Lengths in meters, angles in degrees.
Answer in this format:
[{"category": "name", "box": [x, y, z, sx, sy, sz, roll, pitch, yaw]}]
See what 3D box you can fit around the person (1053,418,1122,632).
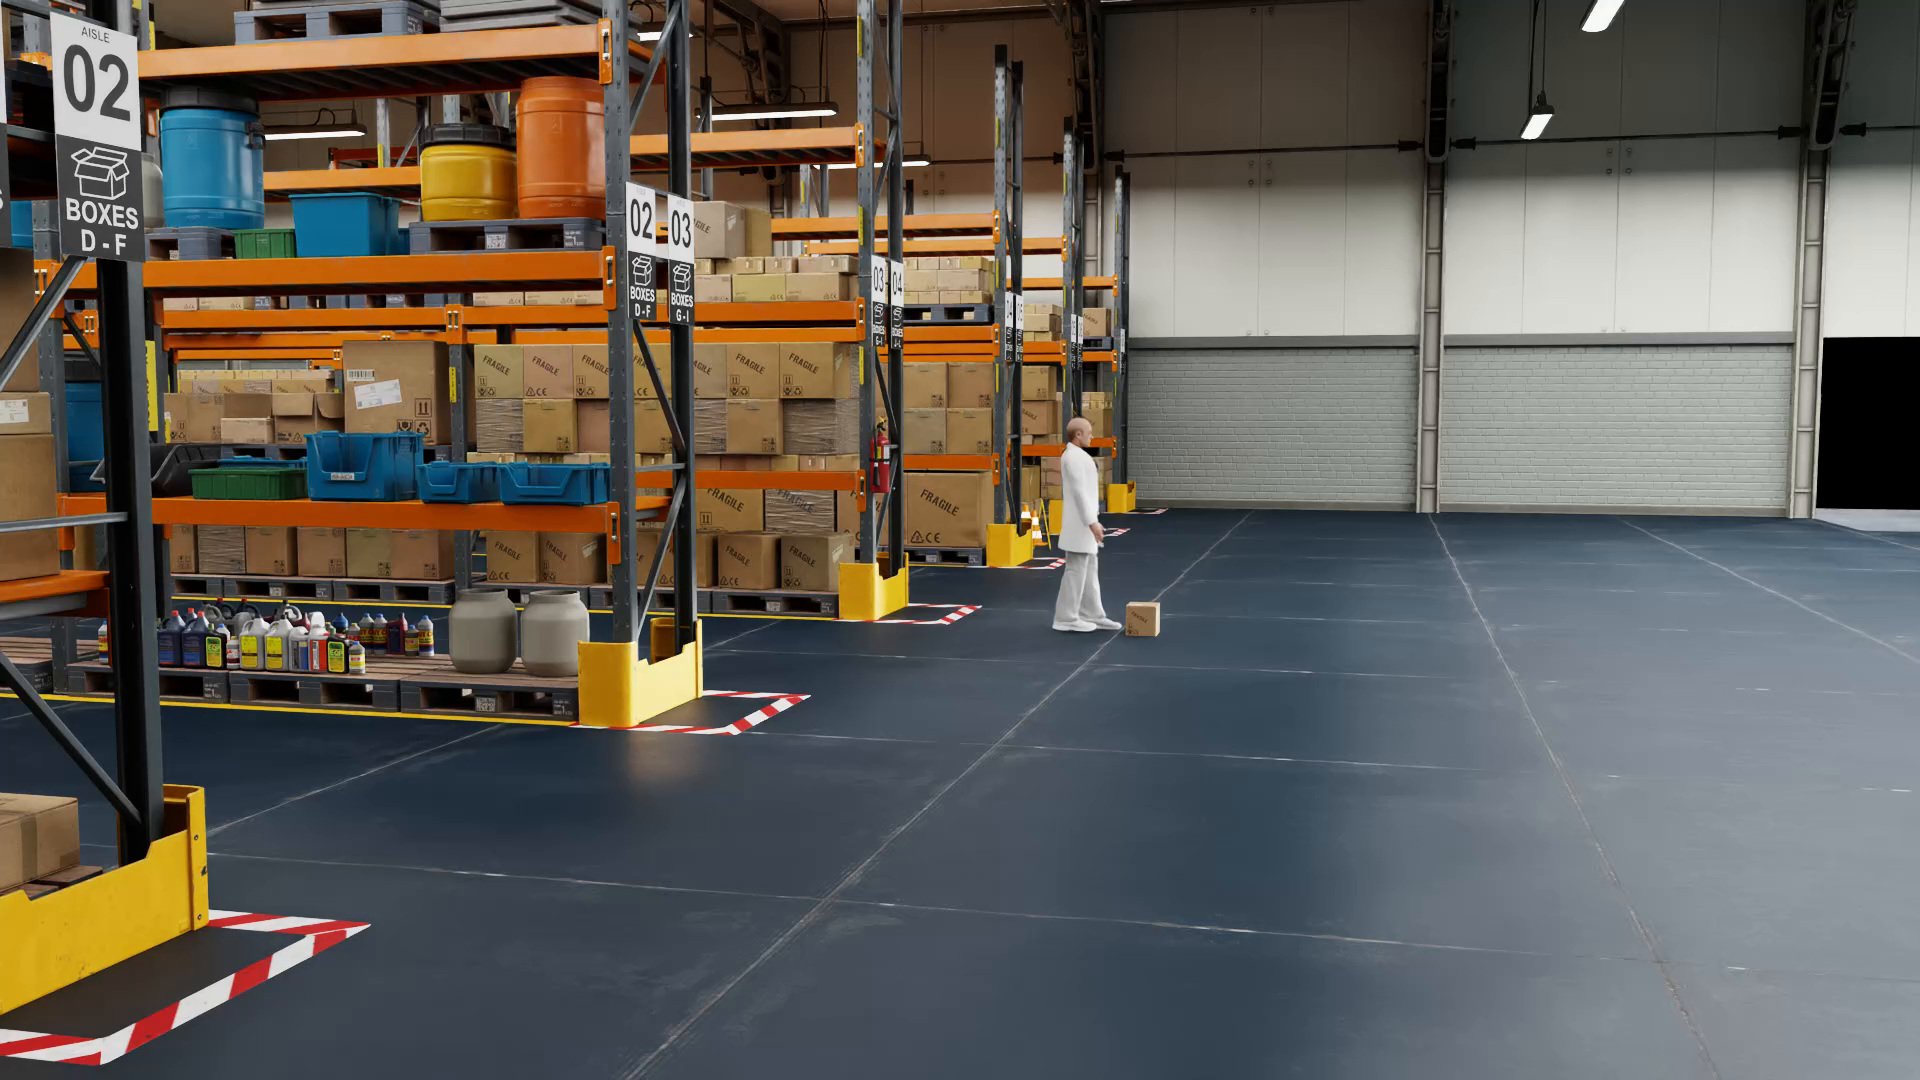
[{"category": "person", "box": [1.072, -0.122, 13.877, 0.607, 1.793, 0.610, 0, 5, -1]}]
